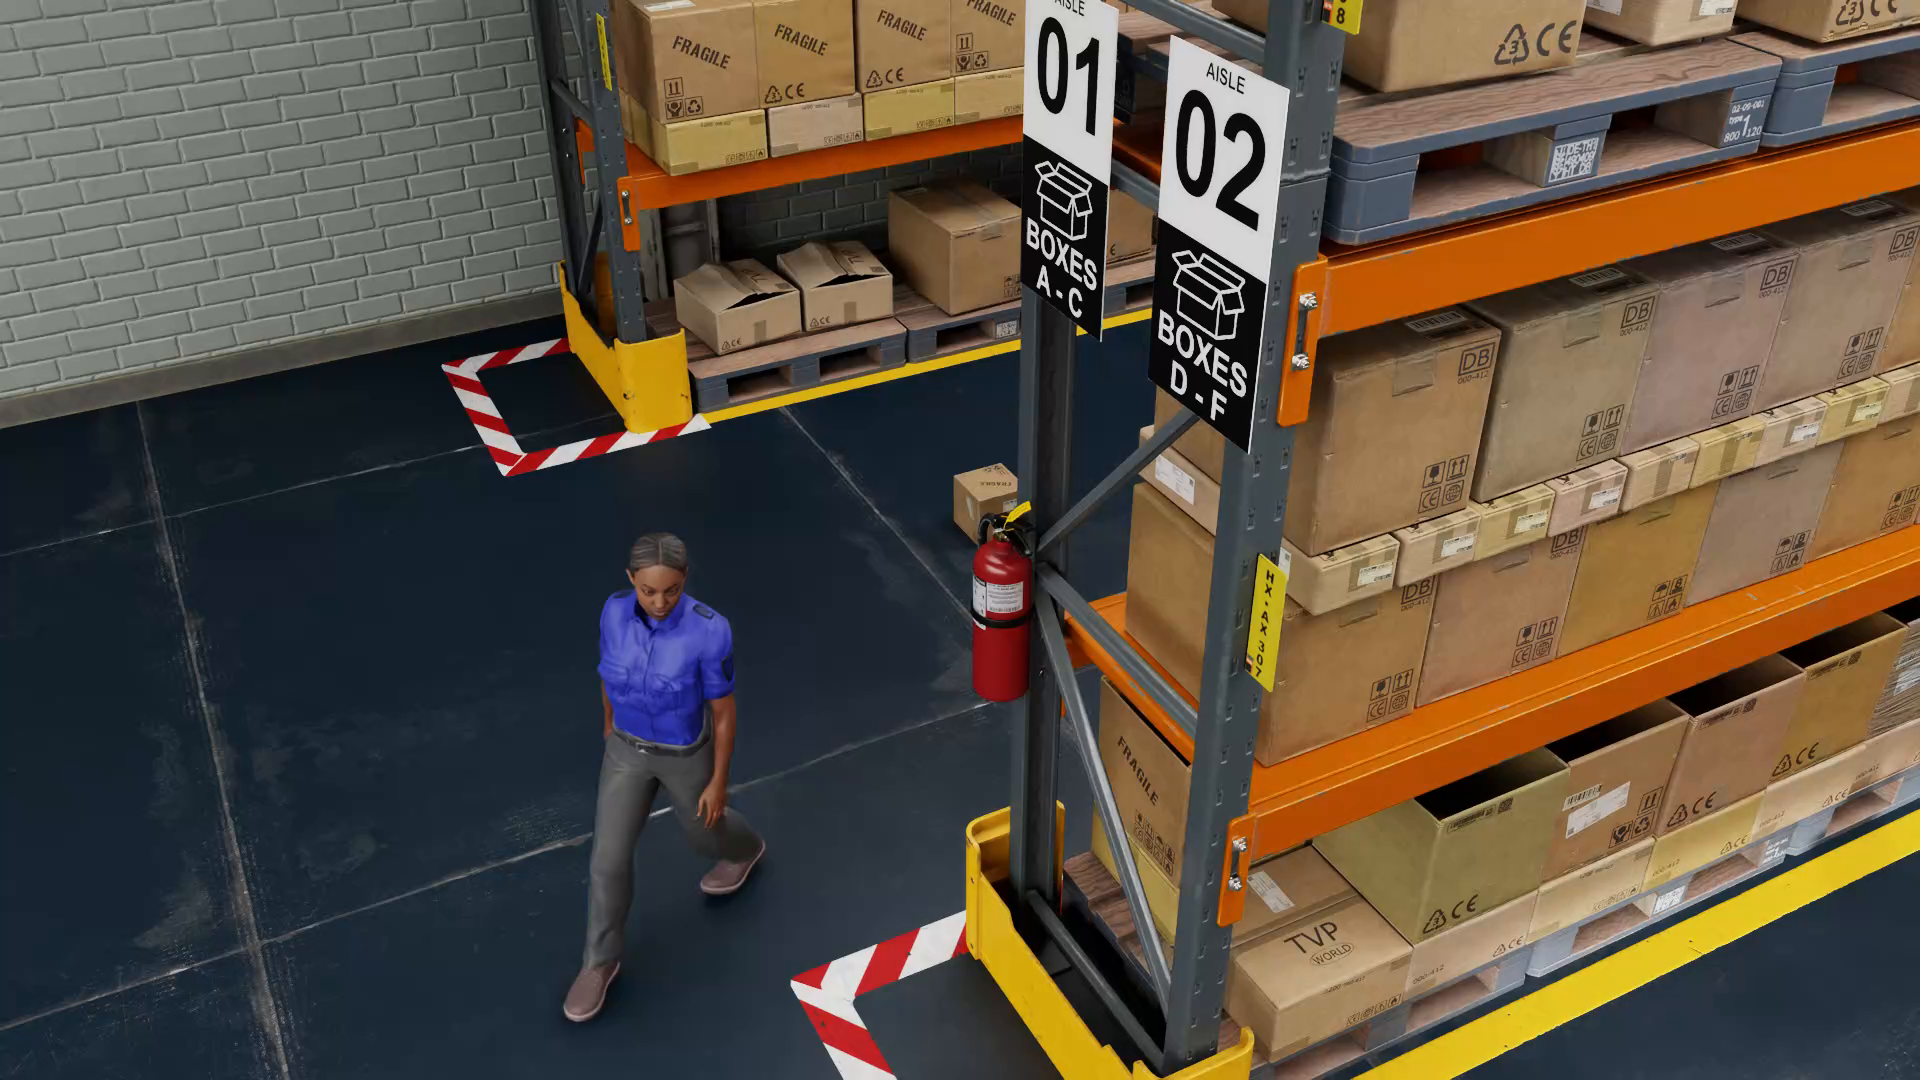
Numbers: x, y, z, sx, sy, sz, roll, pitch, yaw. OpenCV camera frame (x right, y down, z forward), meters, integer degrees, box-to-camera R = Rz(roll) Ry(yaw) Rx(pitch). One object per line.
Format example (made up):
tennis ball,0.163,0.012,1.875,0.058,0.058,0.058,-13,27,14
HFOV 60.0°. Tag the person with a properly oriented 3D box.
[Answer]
person,-0.938,0.662,5.131,0.521,1.599,0.894,9,34,13
